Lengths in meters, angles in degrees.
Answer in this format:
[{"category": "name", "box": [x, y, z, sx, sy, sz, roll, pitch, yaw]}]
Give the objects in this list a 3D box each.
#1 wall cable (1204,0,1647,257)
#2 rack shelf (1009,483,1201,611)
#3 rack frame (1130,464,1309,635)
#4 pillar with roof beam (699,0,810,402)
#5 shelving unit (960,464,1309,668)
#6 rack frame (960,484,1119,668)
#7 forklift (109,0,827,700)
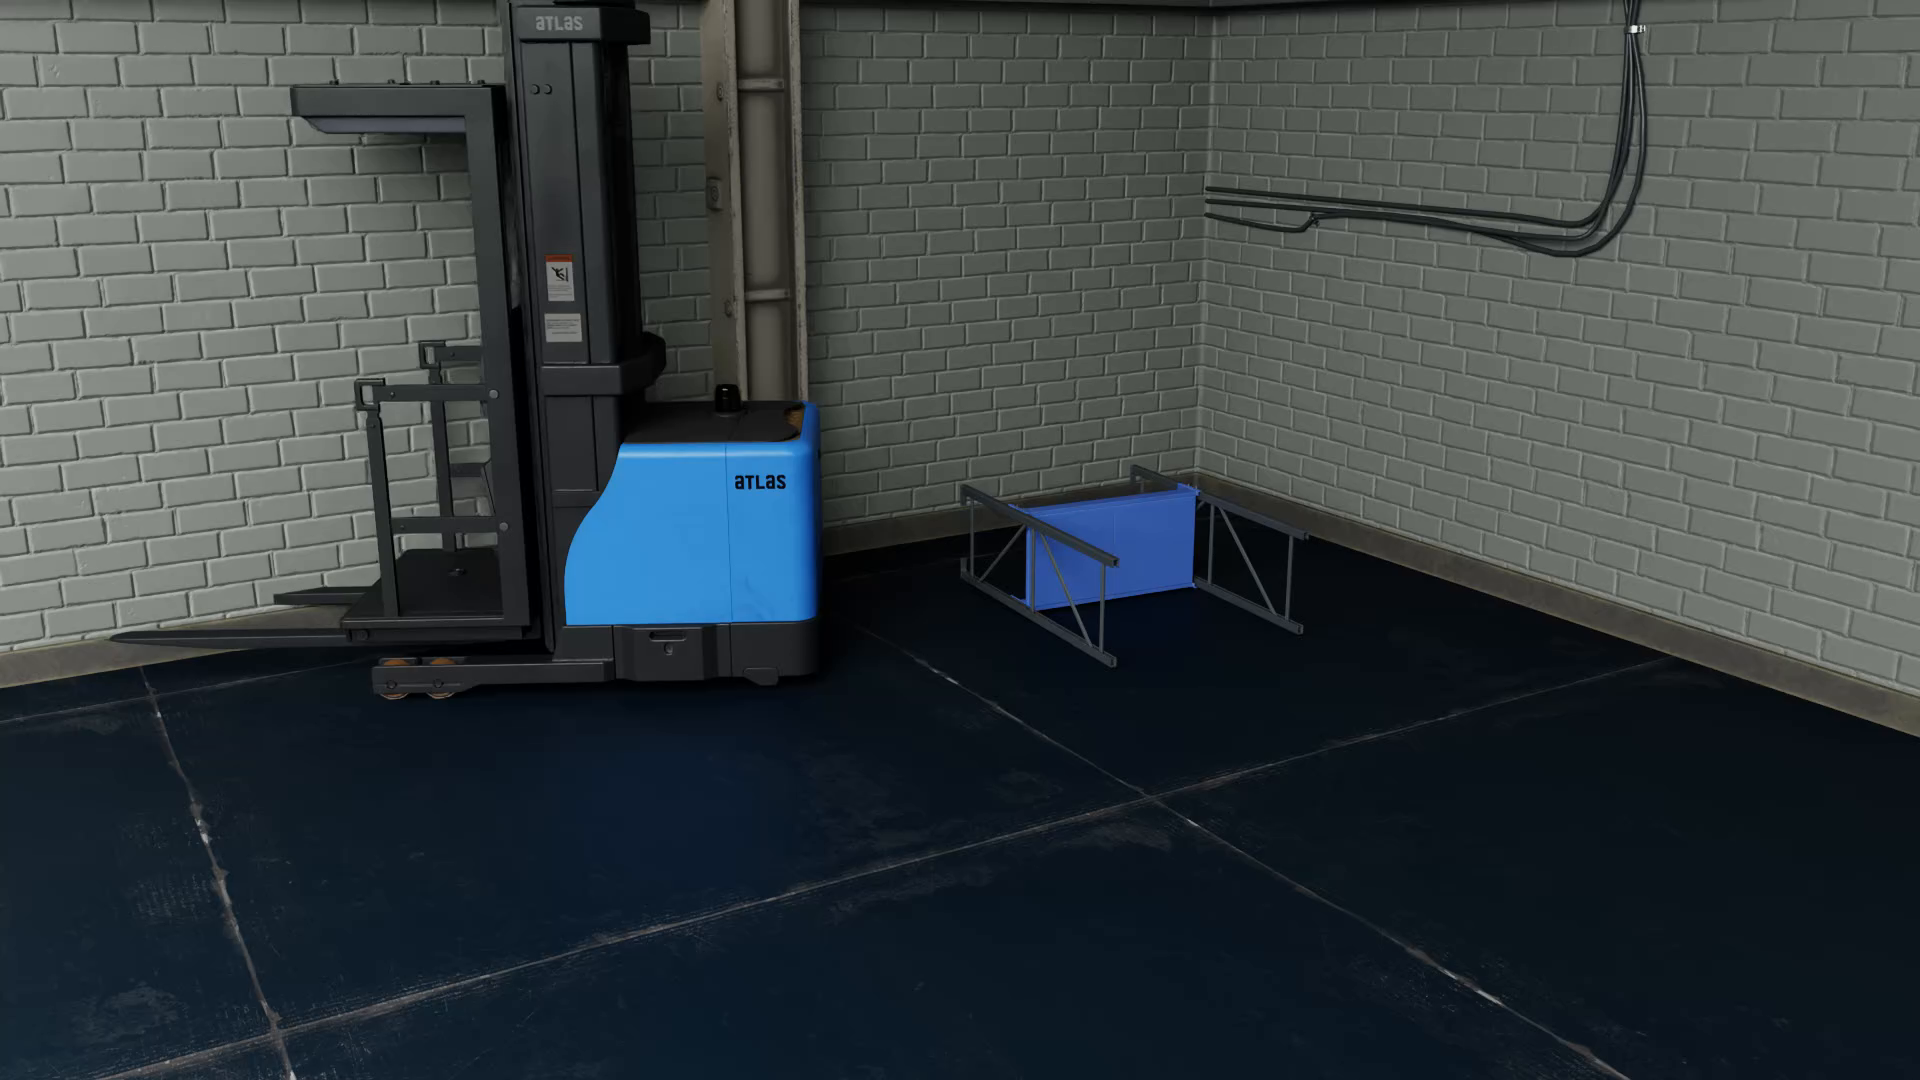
[{"category": "wall cable", "box": [2.188, -2.770, 8.371, 0.112, 2.526, 3.097, -9, 18, -30]}, {"category": "rack shelf", "box": [0.723, 0.035, 8.289, 1.000, 0.538, 0.185, -8, 17, -25]}, {"category": "rack frame", "box": [1.259, 0.018, 8.348, 0.032, 0.500, 1.500, -8, 17, -25]}, {"category": "pillar with roof beam", "box": [1.199, -3.165, 4.030, 0.400, 9.000, 9.100, -9, 18, -30]}, {"category": "shelving unit", "box": [0.803, 0.078, 8.133, 1.048, 0.538, 1.500, -8, 17, -25]}, {"category": "rack frame", "box": [0.346, 0.139, 7.918, 0.032, 0.500, 1.500, -8, 17, -25]}, {"category": "forklift", "box": [-2.131, -0.885, 7.135, 3.031, 2.935, 1.130, -1, 16, -3]}]
